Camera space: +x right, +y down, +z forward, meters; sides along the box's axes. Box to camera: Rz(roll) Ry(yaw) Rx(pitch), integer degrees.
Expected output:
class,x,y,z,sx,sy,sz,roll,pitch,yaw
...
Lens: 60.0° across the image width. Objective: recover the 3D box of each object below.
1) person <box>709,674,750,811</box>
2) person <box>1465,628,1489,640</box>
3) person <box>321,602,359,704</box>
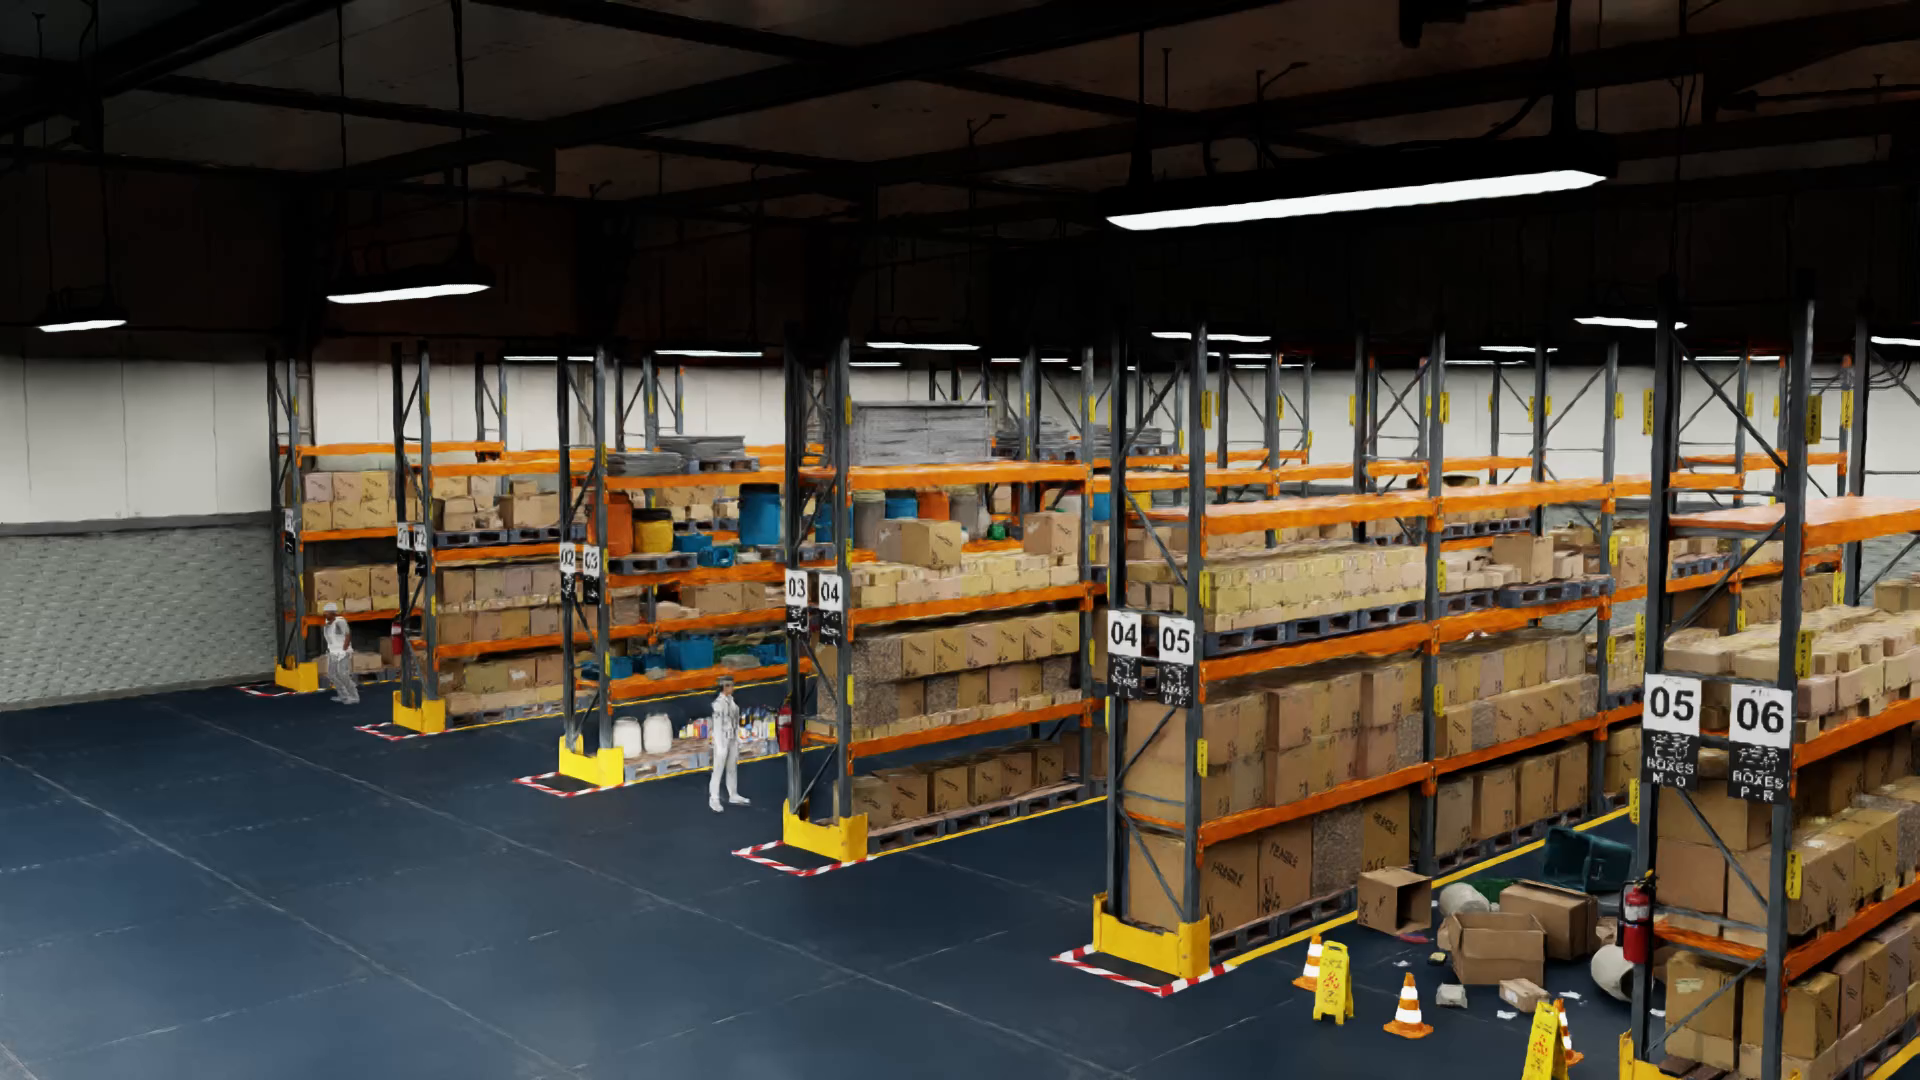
class,x,y,z,sx,sy,sz,roll,pitch,yaw
person,-2.896,2.514,20.813,0.431,1.683,0.555,1,5,17
person,8.066,2.062,25.872,0.604,1.724,1.109,5,7,44
person,-10.451,1.890,27.941,0.689,1.735,0.549,5,7,44
